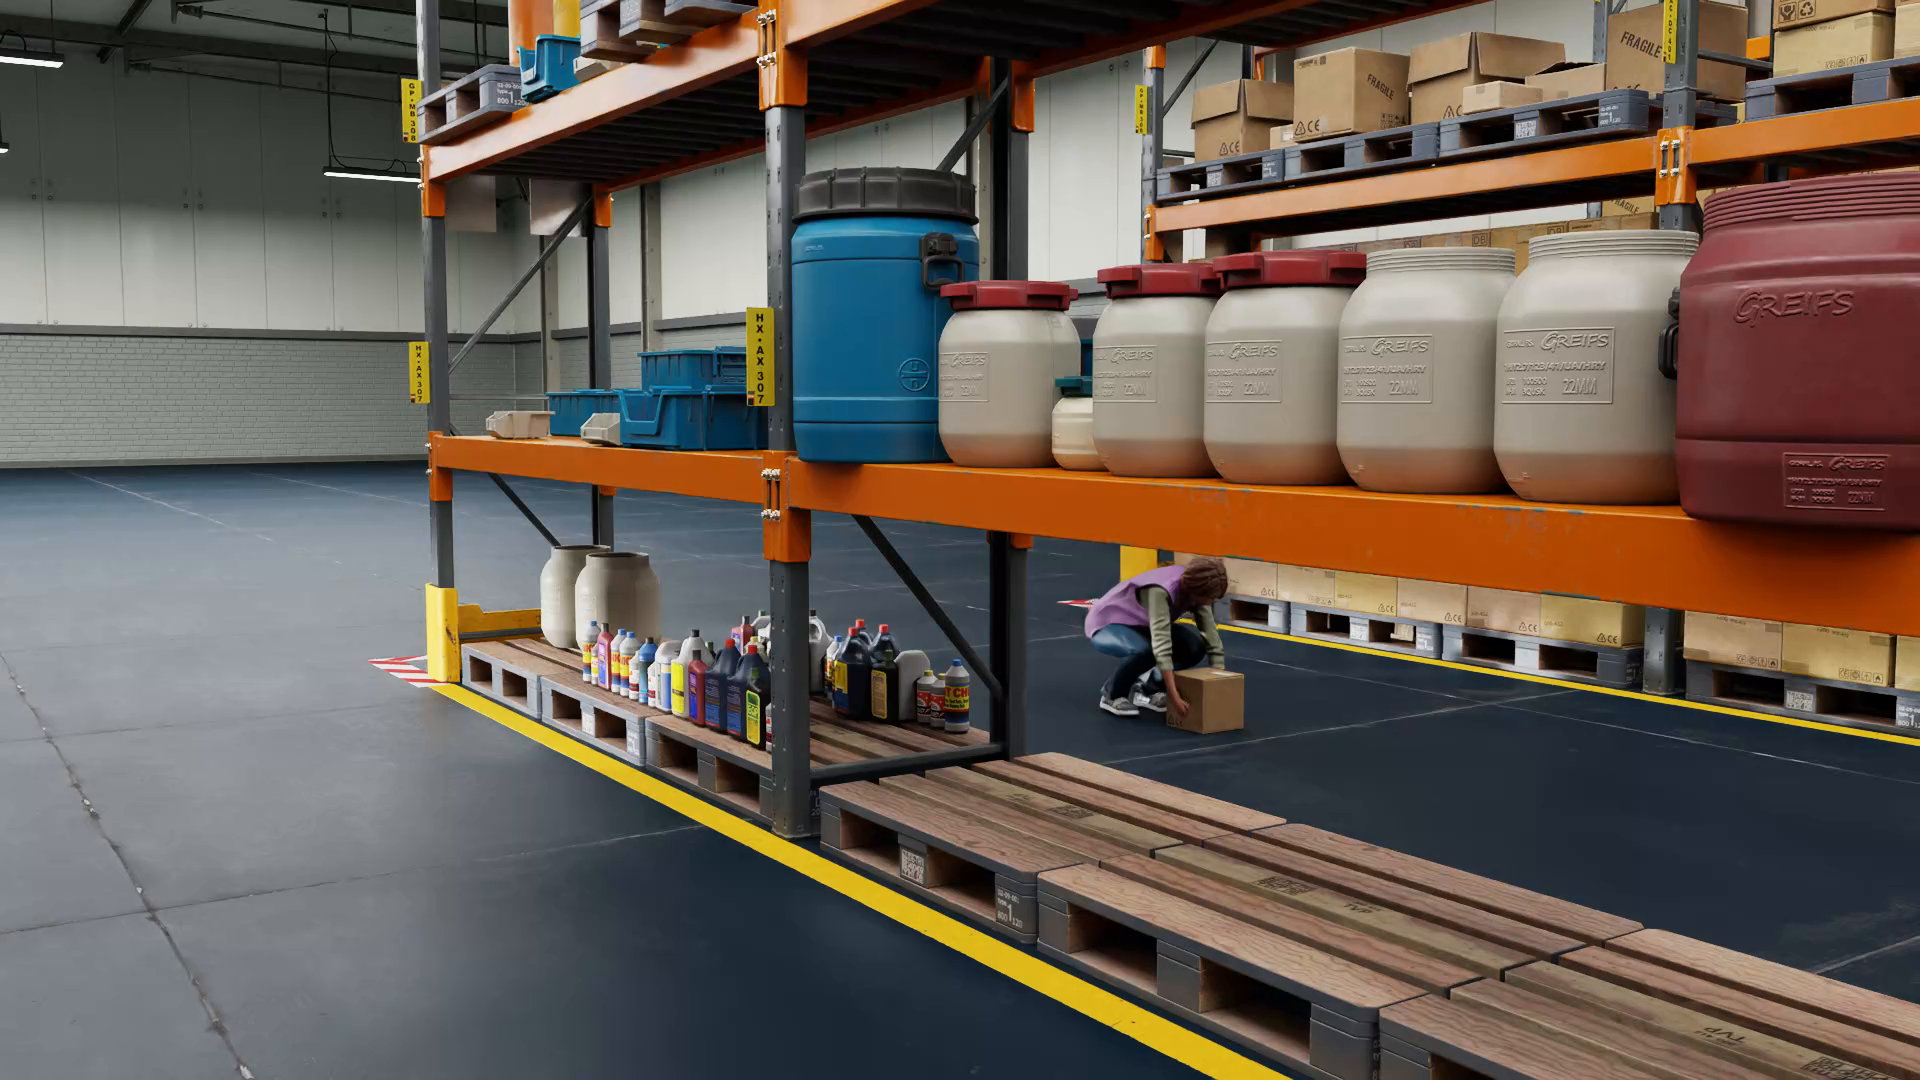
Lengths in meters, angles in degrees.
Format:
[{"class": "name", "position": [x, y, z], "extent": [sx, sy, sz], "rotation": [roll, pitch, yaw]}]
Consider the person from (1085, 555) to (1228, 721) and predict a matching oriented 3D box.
[{"class": "person", "position": [0.931, 0.446, 7.870], "extent": [0.437, 0.786, 0.803], "rotation": [-3, 6, -34]}]
